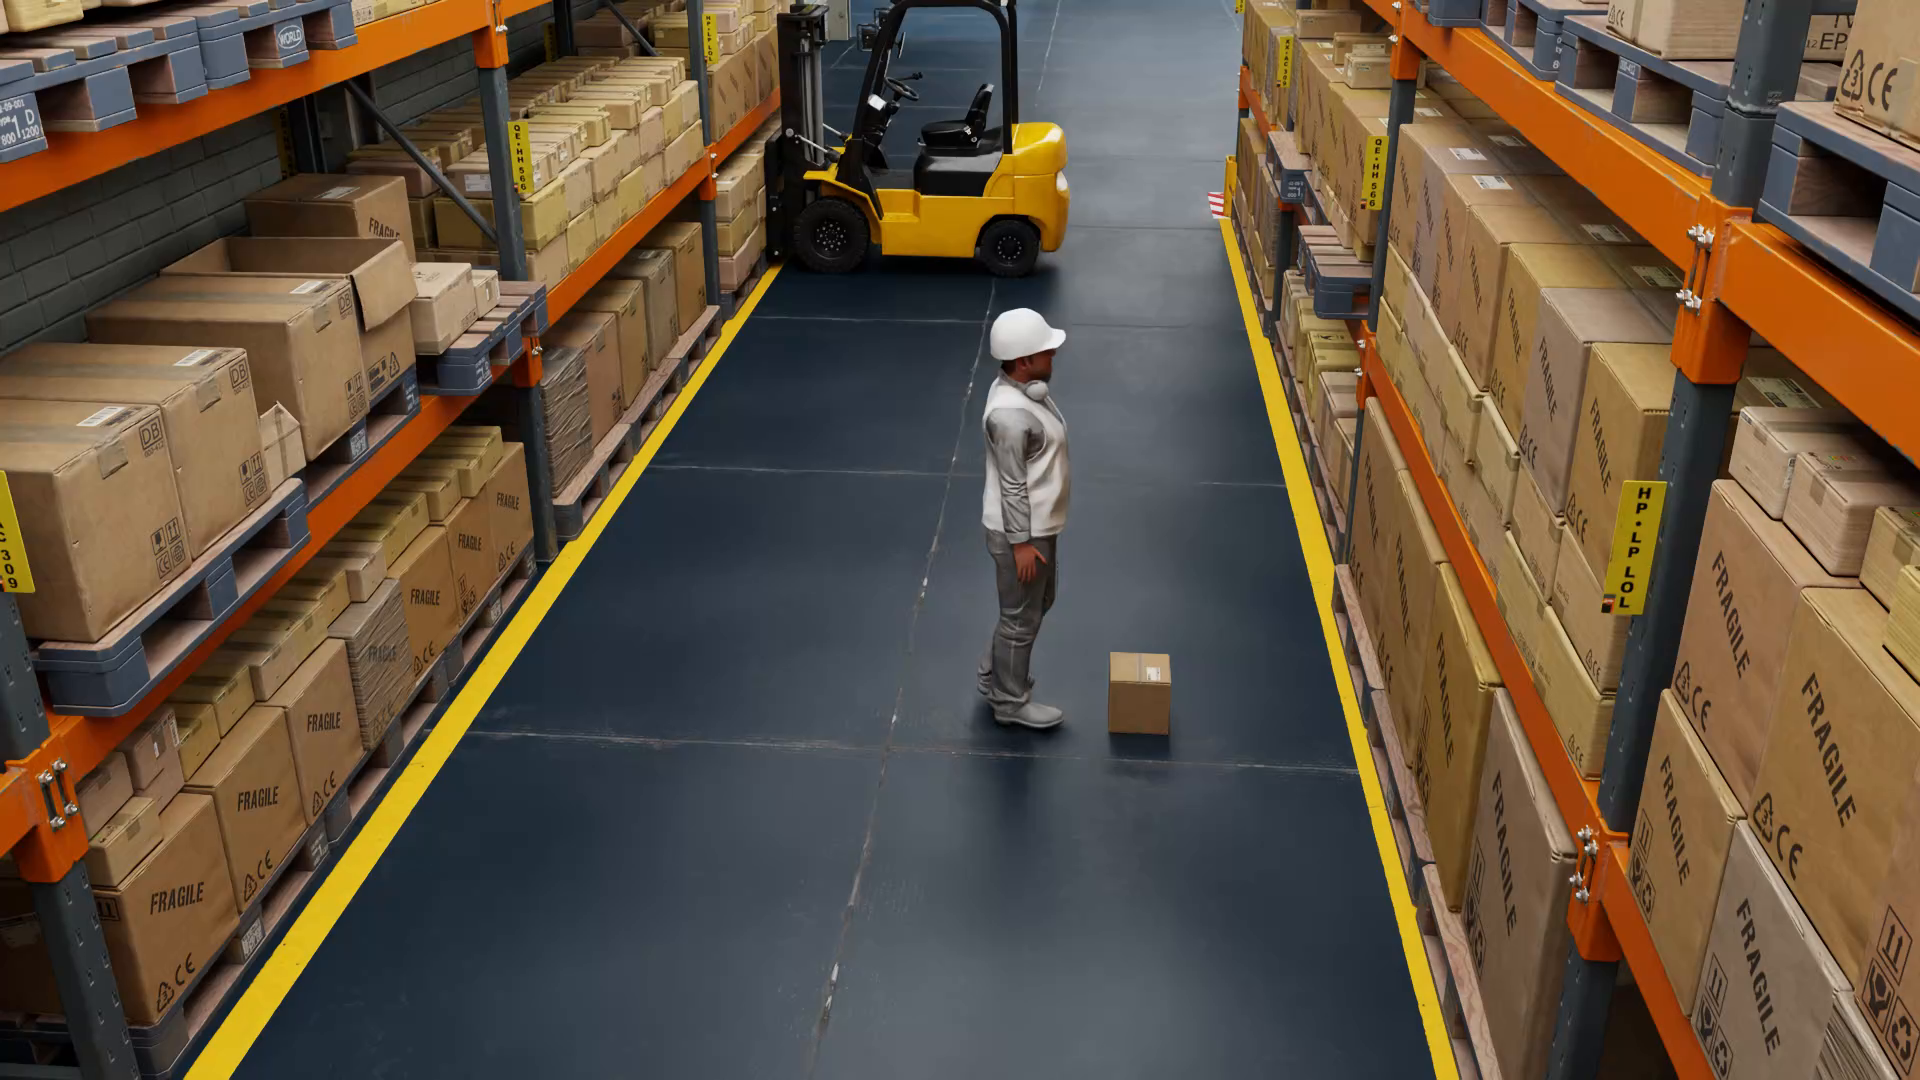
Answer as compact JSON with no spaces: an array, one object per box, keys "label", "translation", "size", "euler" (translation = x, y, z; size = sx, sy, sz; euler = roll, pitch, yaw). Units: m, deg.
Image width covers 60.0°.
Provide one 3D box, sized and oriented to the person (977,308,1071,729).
[{"label":"person","translation":[0.256,-0.080,6.723],"size":[0.381,1.781,0.545],"euler":[2,24,5]}]
